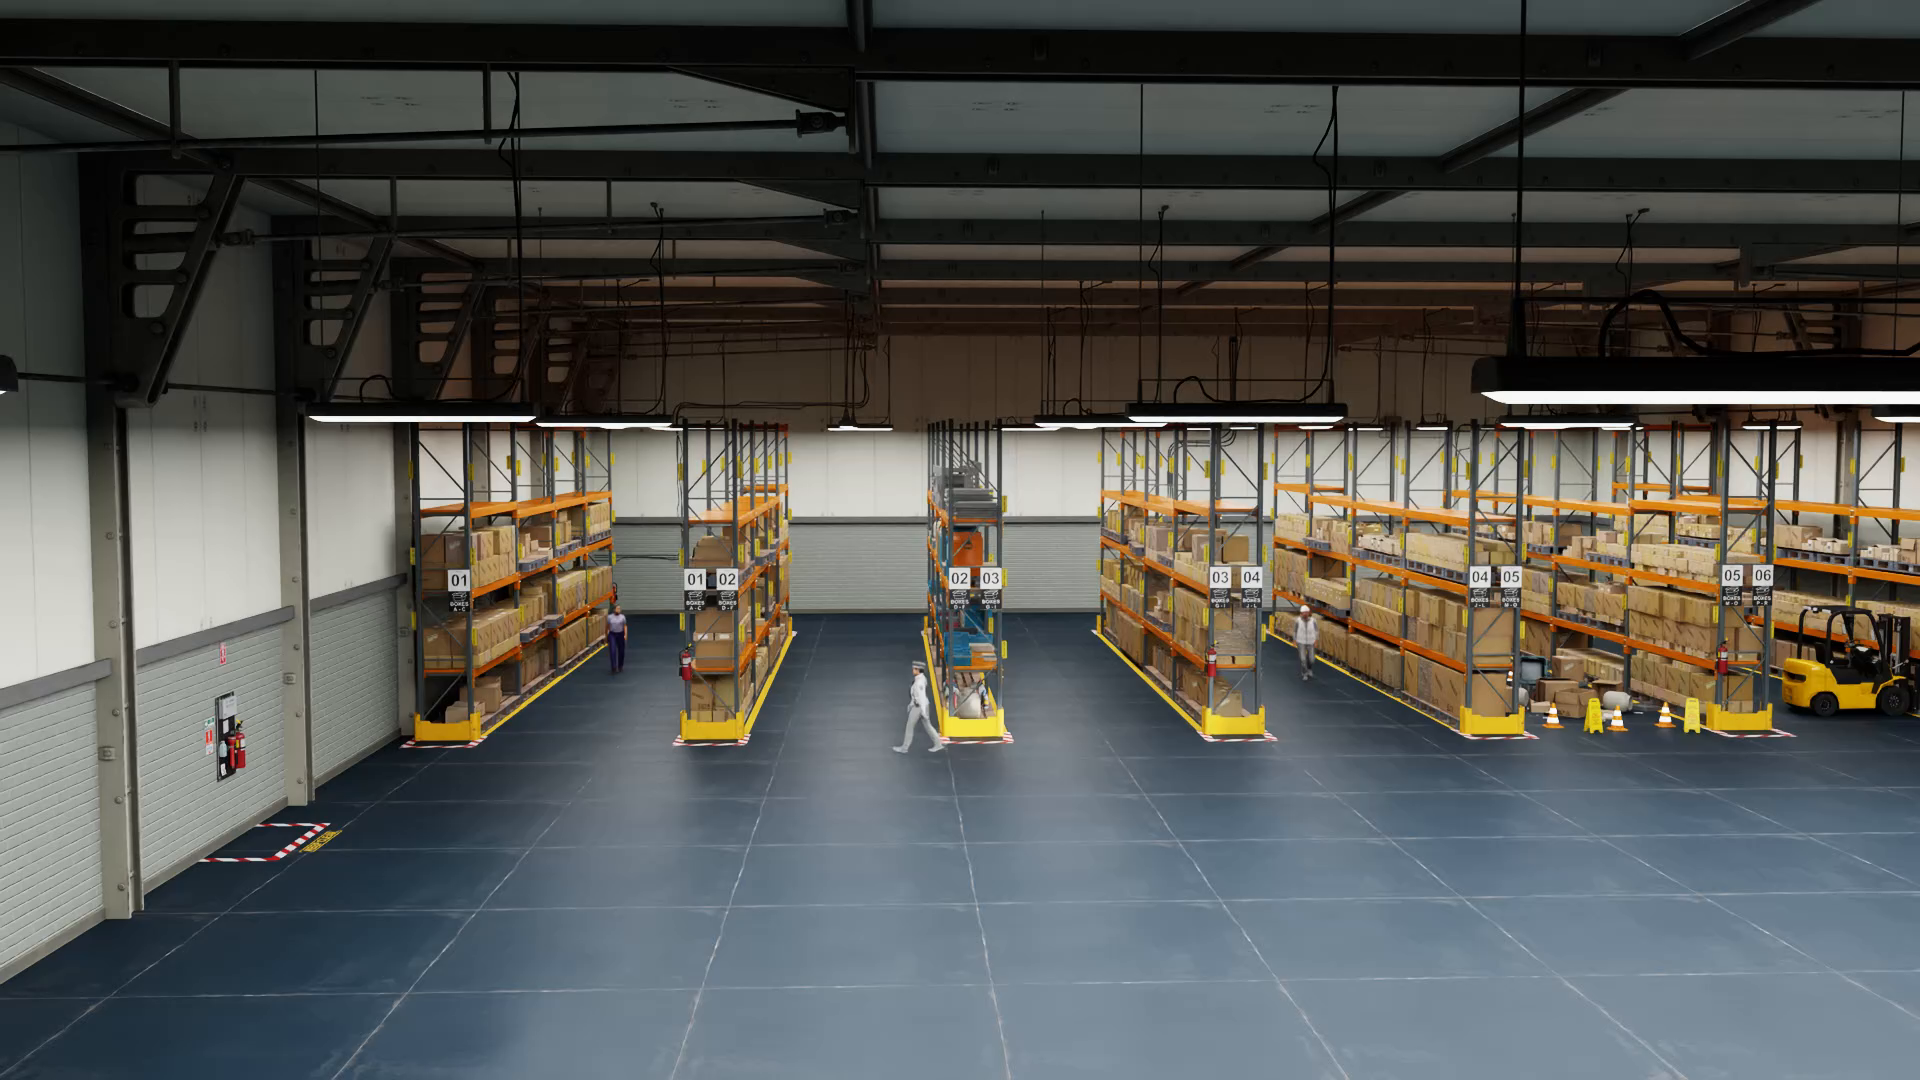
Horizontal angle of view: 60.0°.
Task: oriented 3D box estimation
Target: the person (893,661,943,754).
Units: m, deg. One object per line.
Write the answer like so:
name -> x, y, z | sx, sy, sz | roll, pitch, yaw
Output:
person -> -0.746, 2.993, 29.822 | 0.857, 1.639, 0.500 | 1, 4, 13

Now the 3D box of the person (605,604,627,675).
person -> -8.213, 2.382, 39.905 | 0.509, 1.626, 0.746 | -2, 4, -25

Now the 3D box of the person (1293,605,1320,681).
person -> 8.053, 2.377, 38.691 | 0.600, 1.754, 0.660 | 1, 4, 8
